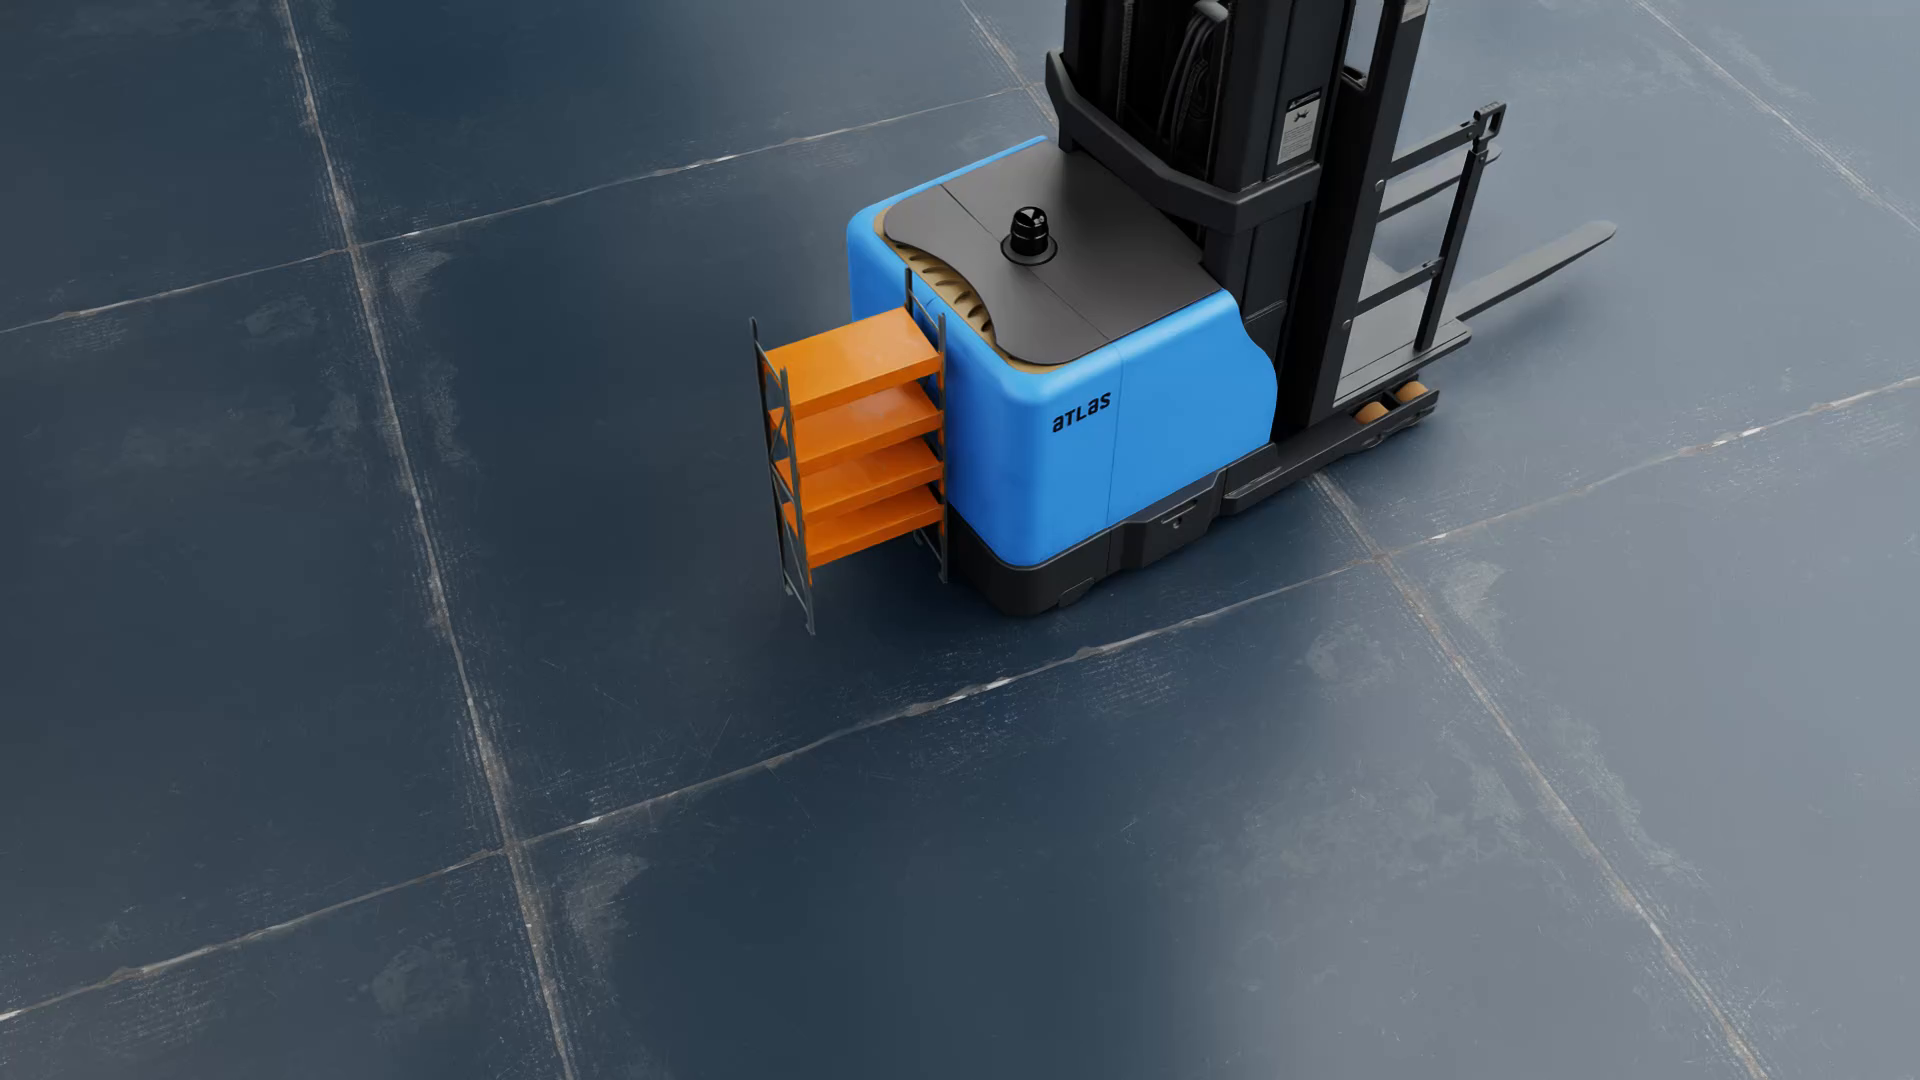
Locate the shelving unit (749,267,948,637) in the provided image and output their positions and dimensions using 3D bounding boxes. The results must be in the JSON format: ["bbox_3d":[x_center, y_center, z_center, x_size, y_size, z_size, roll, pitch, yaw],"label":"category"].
[{"bbox_3d":[-0.319,-0.240,5.166,0.503,1.200,0.258,-21,53,-17],"label":"shelving unit"}]

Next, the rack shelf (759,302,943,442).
[{"bbox_3d":[-0.319,-0.496,4.867,0.480,0.148,0.258,-21,53,-17],"label":"rack shelf"}]

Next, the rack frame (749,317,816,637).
[{"bbox_3d":[-0.536,-0.157,5.094,0.015,1.200,0.240,-21,53,-17],"label":"rack frame"}]

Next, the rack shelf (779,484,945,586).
[{"bbox_3d":[-0.319,-0.067,5.367,0.480,0.148,0.258,-21,53,-17],"label":"rack shelf"}]

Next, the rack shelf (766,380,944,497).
[{"bbox_3d":[-0.319,-0.342,5.047,0.480,0.148,0.258,-21,53,-17],"label":"rack shelf"}]

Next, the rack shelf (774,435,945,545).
[{"bbox_3d":[-0.319,-0.197,5.217,0.480,0.148,0.258,-21,53,-17],"label":"rack shelf"}]

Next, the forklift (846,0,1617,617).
[{"bbox_3d":[1.134,-1.597,5.189,3.031,2.935,1.130,-27,55,-21],"label":"forklift"}]

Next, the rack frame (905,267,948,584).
[{"bbox_3d":[-0.101,-0.324,5.237,0.015,1.200,0.240,-21,53,-17],"label":"rack frame"}]
